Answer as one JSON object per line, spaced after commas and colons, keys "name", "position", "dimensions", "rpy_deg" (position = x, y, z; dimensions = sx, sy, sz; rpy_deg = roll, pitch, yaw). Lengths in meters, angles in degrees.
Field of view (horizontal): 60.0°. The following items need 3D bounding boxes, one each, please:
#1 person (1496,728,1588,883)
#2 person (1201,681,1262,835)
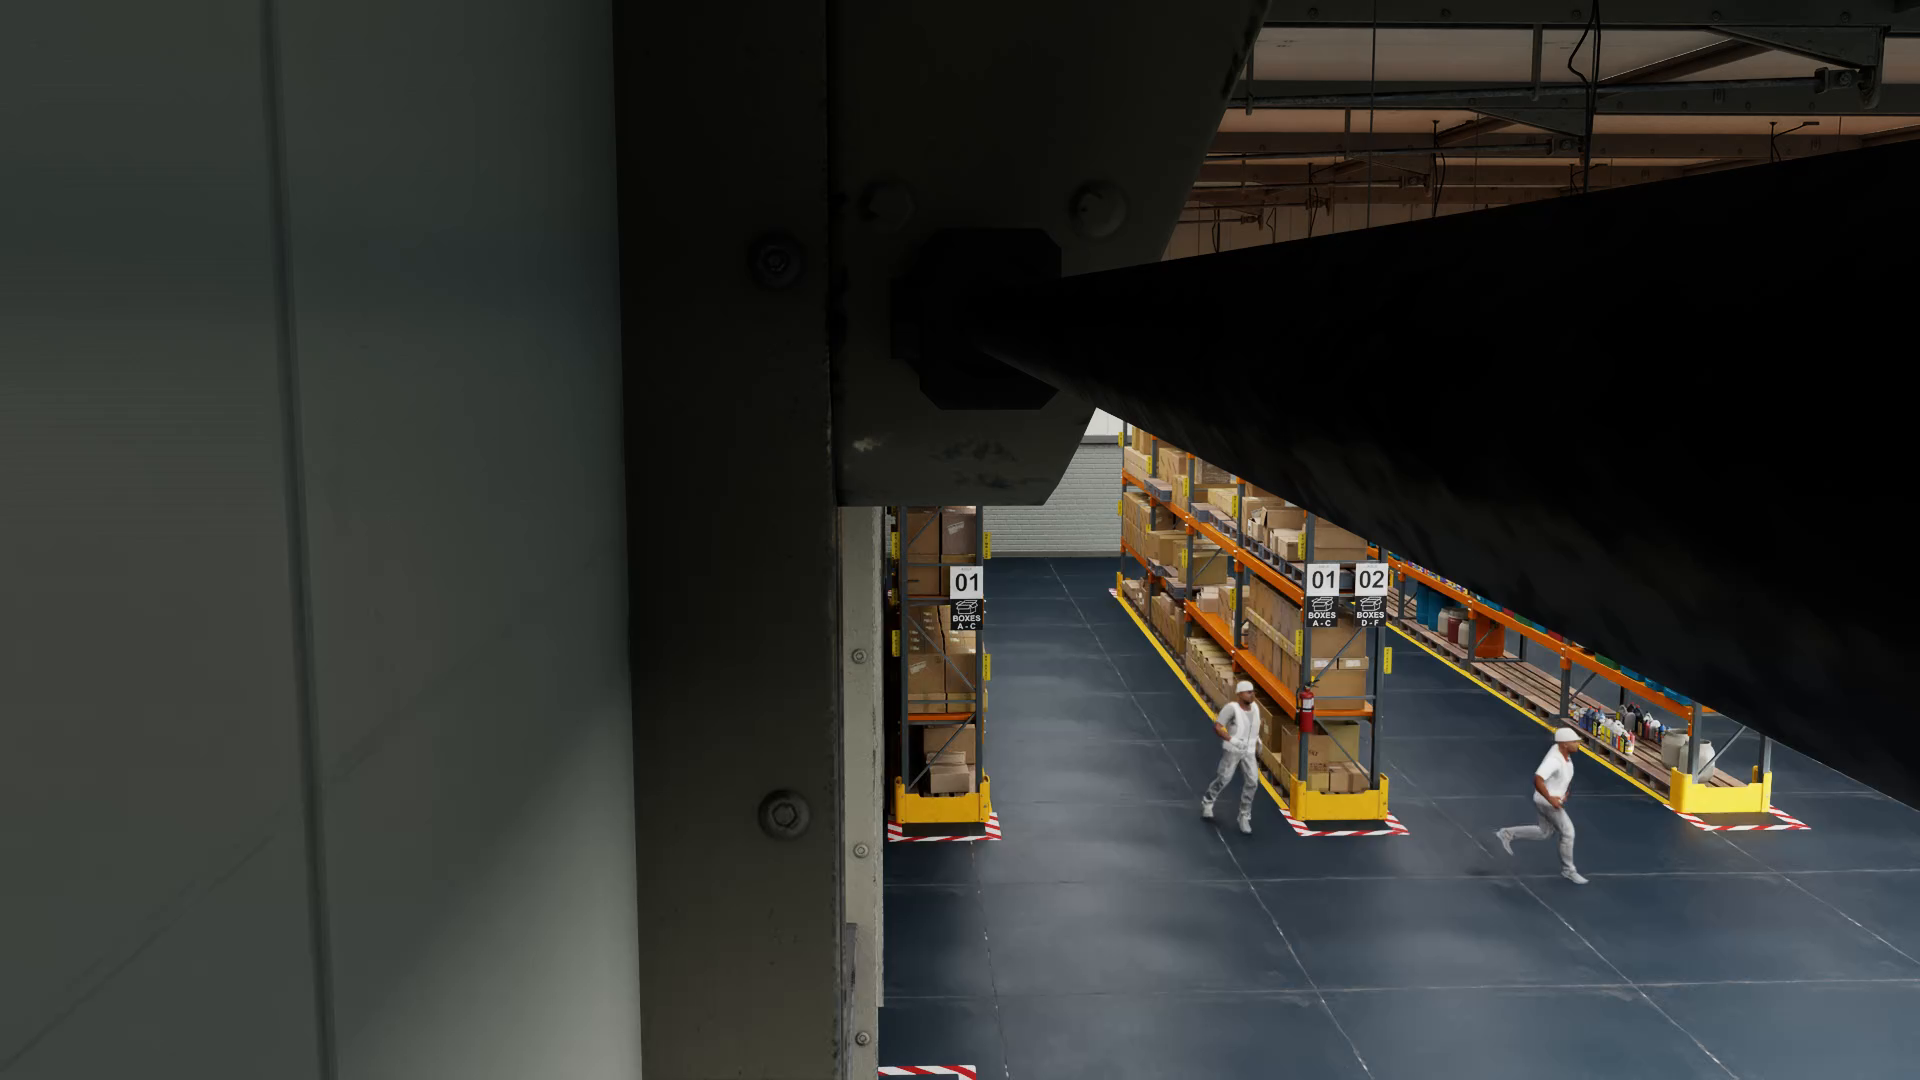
{"name": "person", "position": [6.488, 2.915, 18.458], "dimensions": [1.004, 1.752, 0.701], "rpy_deg": [3, 9, 23]}
{"name": "person", "position": [3.434, 2.613, 20.352], "dimensions": [0.744, 1.802, 0.826], "rpy_deg": [-4, 9, -24]}
